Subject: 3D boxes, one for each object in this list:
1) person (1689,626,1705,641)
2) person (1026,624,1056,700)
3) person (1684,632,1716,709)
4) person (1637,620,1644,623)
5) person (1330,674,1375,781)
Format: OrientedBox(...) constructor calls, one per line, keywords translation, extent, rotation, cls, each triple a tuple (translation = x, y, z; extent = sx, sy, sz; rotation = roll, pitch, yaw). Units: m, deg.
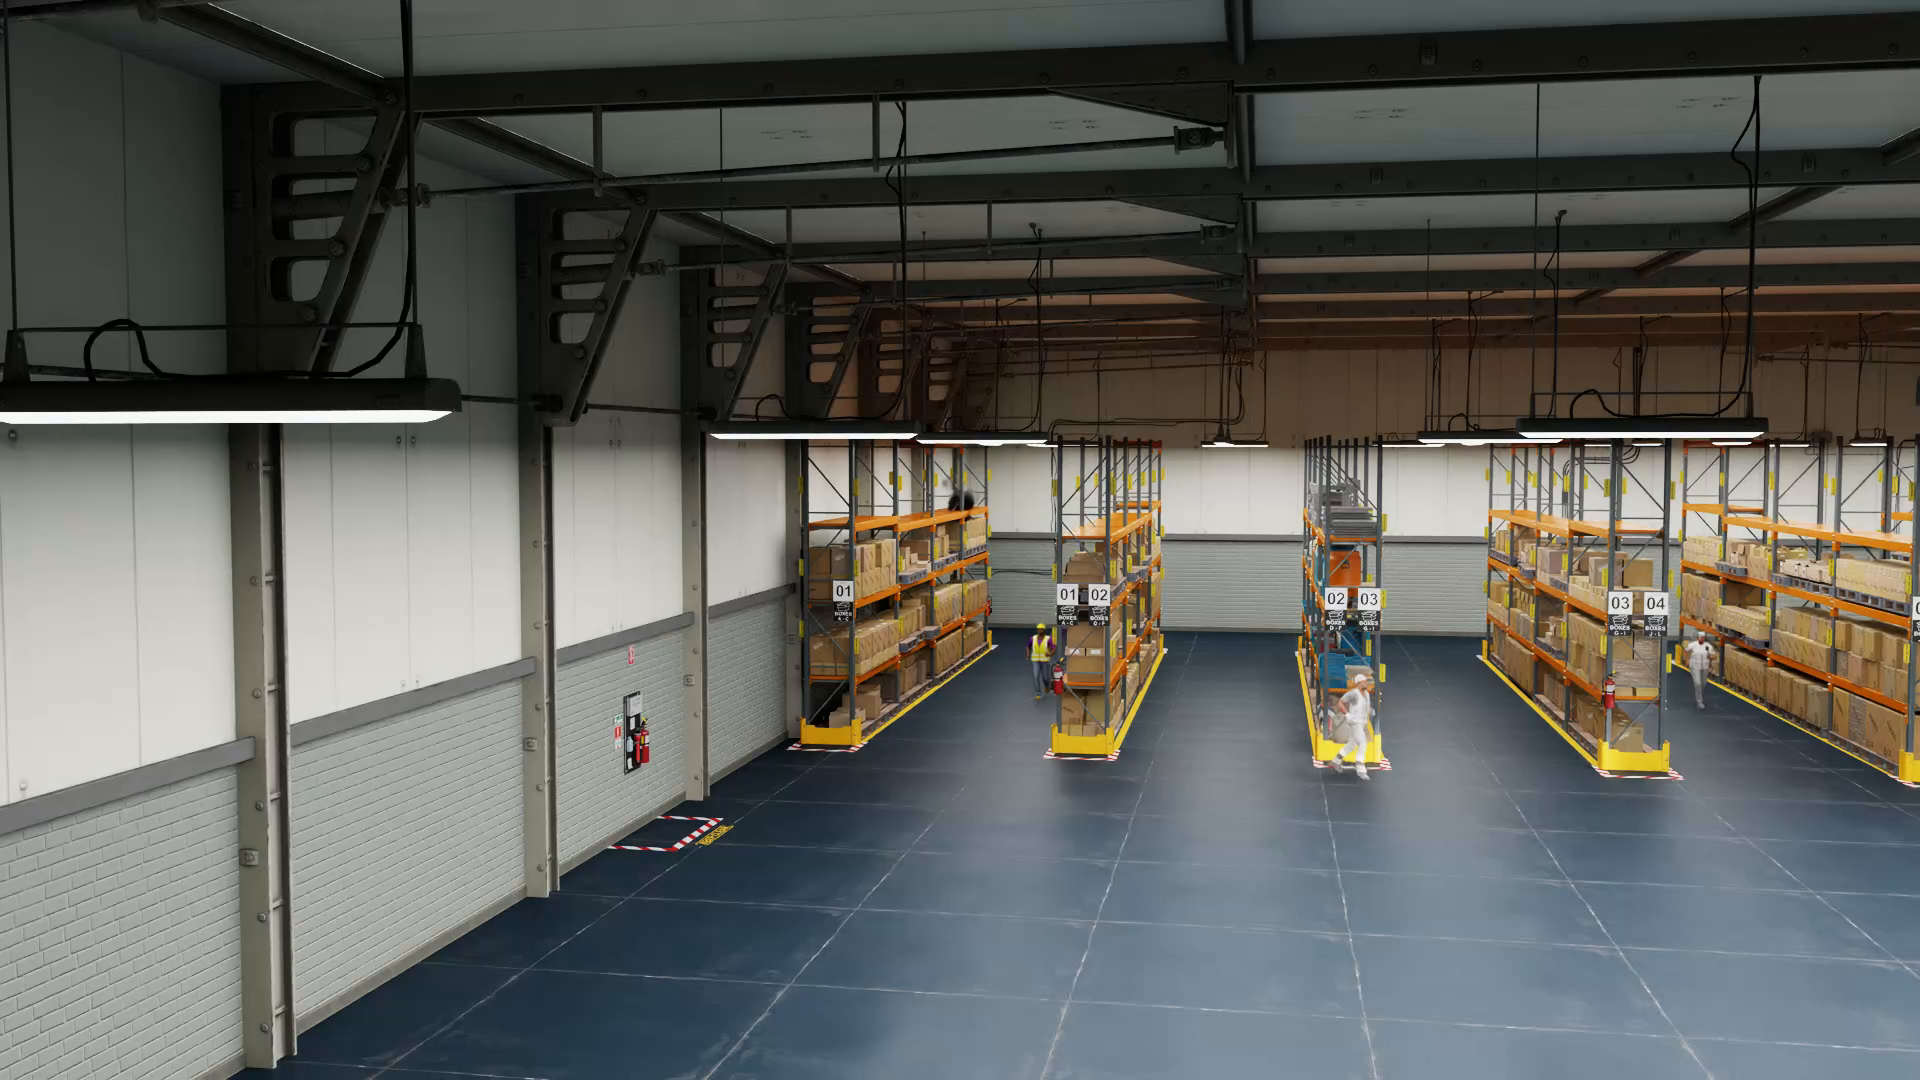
OrientedBox(translation=(20.290, 2.443, 45.652), extent=(0.603, 1.609, 0.759), rotation=(1, 3, 21), cls="person")
OrientedBox(translation=(1.853, 2.789, 38.276), extent=(0.712, 1.732, 0.795), rotation=(1, 3, 12), cls="person")
OrientedBox(translation=(16.481, 2.869, 37.038), extent=(0.599, 1.661, 0.937), rotation=(0, 3, 8), cls="person")
OrientedBox(translation=(17.639, 2.546, 42.891), extent=(0.708, 1.737, 0.640), rotation=(1, 3, 11), cls="person")
OrientedBox(translation=(6.928, 3.247, 29.161), extent=(0.831, 1.818, 0.660), rotation=(3, 4, 41), cls="person")
